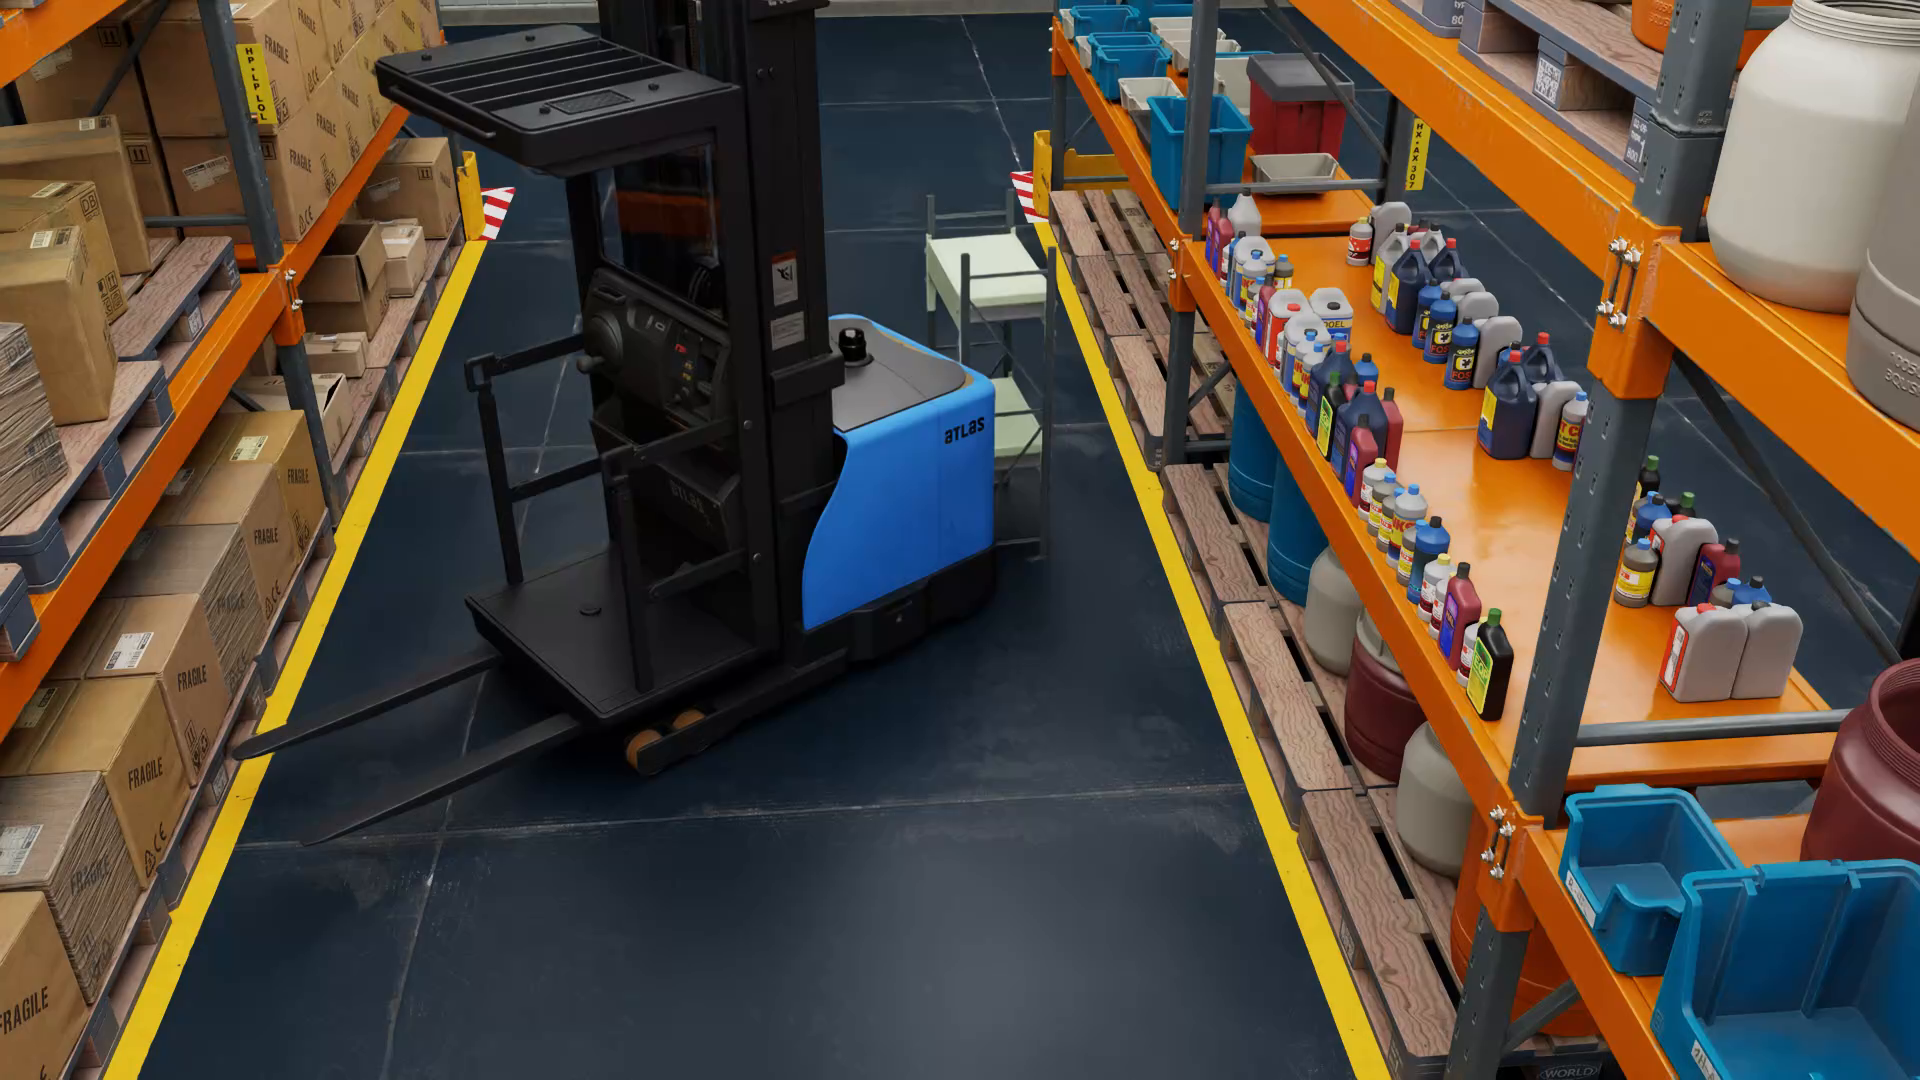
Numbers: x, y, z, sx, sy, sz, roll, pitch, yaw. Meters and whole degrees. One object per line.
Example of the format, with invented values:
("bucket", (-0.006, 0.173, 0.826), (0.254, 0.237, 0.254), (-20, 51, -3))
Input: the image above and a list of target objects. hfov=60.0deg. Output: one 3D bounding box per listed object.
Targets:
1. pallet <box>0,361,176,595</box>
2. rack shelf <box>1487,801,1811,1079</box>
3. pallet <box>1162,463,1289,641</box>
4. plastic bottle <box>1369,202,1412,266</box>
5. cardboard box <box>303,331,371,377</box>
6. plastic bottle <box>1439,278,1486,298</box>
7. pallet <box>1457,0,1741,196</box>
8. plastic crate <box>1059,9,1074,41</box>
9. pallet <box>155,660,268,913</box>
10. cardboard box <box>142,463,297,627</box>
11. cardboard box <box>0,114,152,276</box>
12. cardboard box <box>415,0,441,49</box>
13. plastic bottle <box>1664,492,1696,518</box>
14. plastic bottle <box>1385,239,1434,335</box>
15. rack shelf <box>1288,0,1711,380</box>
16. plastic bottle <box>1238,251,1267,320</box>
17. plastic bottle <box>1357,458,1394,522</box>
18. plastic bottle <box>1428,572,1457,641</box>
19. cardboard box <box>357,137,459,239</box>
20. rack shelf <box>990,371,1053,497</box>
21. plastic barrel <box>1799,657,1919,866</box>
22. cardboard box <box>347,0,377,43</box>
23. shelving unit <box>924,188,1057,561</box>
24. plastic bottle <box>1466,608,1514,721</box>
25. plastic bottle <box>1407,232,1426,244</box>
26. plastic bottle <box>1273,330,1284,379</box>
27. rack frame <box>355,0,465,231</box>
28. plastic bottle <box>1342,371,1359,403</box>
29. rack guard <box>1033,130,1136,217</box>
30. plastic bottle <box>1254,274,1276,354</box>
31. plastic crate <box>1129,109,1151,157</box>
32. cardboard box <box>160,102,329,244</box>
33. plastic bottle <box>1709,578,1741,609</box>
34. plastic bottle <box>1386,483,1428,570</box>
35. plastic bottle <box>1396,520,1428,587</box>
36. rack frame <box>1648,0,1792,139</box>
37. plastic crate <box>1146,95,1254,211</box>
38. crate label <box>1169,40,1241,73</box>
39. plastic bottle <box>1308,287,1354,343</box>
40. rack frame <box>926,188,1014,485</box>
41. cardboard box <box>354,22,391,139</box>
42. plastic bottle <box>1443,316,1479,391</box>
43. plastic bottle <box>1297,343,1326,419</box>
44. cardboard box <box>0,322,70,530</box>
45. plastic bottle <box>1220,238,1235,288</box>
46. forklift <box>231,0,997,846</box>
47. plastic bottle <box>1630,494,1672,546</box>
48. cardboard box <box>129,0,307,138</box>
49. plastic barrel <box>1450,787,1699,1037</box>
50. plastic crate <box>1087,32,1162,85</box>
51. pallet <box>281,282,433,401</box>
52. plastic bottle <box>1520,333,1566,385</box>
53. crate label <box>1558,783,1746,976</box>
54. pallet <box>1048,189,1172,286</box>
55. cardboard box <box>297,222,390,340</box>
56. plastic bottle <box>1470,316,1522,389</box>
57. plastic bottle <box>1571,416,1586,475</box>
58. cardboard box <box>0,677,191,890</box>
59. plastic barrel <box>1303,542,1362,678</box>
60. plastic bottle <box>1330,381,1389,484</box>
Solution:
("pallet", (-3.251, -0.213, 5.368), (1.003, 0.211, 1.213), (-3, 31, -5))
("rack shelf", (2.054, 1.792, 2.526), (1.077, 0.370, 4.000), (-3, 31, -5))
("pallet", (1.524, 0.013, 7.522), (1.003, 0.211, 1.213), (-3, 31, -5))
("plastic bottle", (1.852, -1.341, 7.191), (0.152, 0.276, 0.135), (-3, 31, -5))
("cardboard box", (-3.353, -0.983, 8.804), (0.380, 0.166, 0.250), (-3, 31, -5))
("plastic bottle", (1.933, -0.897, 6.448), (0.152, 0.276, 0.135), (-3, 31, -5))
("pallet", (1.893, -1.140, 3.992), (1.003, 0.211, 1.213), (-3, 31, -5))
("plastic crate", (0.763, -3.225, 10.423), (0.250, 0.136, 0.298), (-3, 31, -5))
("pallet", (-3.208, 0.890, 6.054), (1.003, 0.211, 1.213), (-3, 31, -5))
("cardboard box", (-3.069, 0.031, 6.782), (0.500, 0.500, 0.500), (-3, 31, -4))
("cardboard box", (-3.617, -1.315, 6.520), (0.700, 0.500, 0.500), (-13, 33, -21))
("cardboard box", (-3.499, -3.214, 10.108), (0.500, 0.500, 0.500), (-2, 31, -3))
("plastic bottle", (2.138, -0.031, 4.991), (0.061, 0.283, 0.133), (-3, 31, -5))
("plastic bottle", (1.779, -1.004, 6.554), (0.144, 0.351, 0.185), (-3, 31, -5))
("rack shelf", (1.680, -1.538, 5.176), (1.077, 0.370, 4.000), (-3, 31, -5))
("plastic bottle", (1.175, -1.023, 6.663), (0.097, 0.271, 0.097), (0, 31, 0))
("plastic bottle", (1.327, -0.164, 5.293), (0.097, 0.201, 0.097), (0, 31, 0))
("plastic bottle", (1.391, 0.184, 4.711), (0.097, 0.201, 0.097), (0, 31, 0))
("cardboard box", (-3.516, -2.237, 10.578), (0.500, 0.500, 0.500), (-3, 31, -5))
("rack shelf", (0.124, -0.445, 7.668), (0.431, 0.370, 0.720), (-6, 31, -10))
("plastic barrel", (2.212, 0.626, 3.644), (0.600, 0.536, 0.708), (-3, 31, -5))
("cardboard box", (-3.348, -2.860, 8.541), (0.500, 0.500, 0.500), (-2, 31, -3))
("shelving unit", (0.124, -0.725, 7.501), (0.431, 1.500, 0.755), (-6, 31, -10))
("plastic bottle", (1.405, 0.326, 4.393), (0.061, 0.283, 0.133), (-3, 31, -5))
("plastic bottle", (1.886, -1.155, 6.879), (0.152, 0.276, 0.135), (-3, 31, -5))
("plastic bottle", (1.228, -0.707, 6.202), (0.097, 0.201, 0.097), (0, 31, 0))
("rack frame", (-3.812, -3.387, 10.495), (1.000, 3.000, 0.127), (-3, 31, -5))
("plastic bottle", (1.329, -0.423, 5.646), (0.061, 0.283, 0.133), (-3, 31, -5))
("rack guard", (1.105, -2.561, 11.550), (1.175, 0.500, 0.348), (-3, 31, -5))
("plastic bottle", (1.186, -0.869, 6.393), (0.061, 0.283, 0.133), (-3, 31, -5))
("plastic crate", (1.121, -2.046, 8.461), (0.437, 0.125, 0.590), (-3, 31, -5))
("cardboard box", (-3.215, -1.661, 7.508), (0.500, 0.500, 0.500), (-2, 31, -3))
("plastic bottle", (2.156, 0.201, 4.682), (0.097, 0.201, 0.097), (0, 31, 0))
("plastic bottle", (1.354, -0.045, 5.026), (0.097, 0.271, 0.097), (0, 31, 0))
("plastic bottle", (1.363, 0.035, 4.961), (0.097, 0.201, 0.097), (0, 31, 0))
("rack frame", (1.867, -2.113, 2.513), (1.000, 3.000, 0.127), (-3, 31, -5))
("plastic crate", (1.110, -1.821, 7.831), (0.392, 0.384, 0.575), (-3, 31, -5))
("crate label", (1.439, -2.837, 9.774), (0.396, 0.136, 0.243), (-3, 31, -5))
("plastic bottle", (1.395, -0.807, 6.297), (0.152, 0.276, 0.135), (-3, 31, -5))
("rack frame", (0.047, -0.908, 7.808), (0.400, 1.500, 0.023), (-6, 31, -10))
("cardboard box", (-3.359, -2.437, 8.808), (0.500, 0.500, 0.500), (-3, 31, -5))
("plastic bottle", (1.845, -0.693, 6.110), (0.097, 0.271, 0.097), (0, 31, 0))
("plastic bottle", (1.258, -0.569, 5.903), (0.097, 0.271, 0.097), (0, 31, 0))
("cardboard box", (-3.131, -0.318, 4.850), (0.700, 0.500, 0.500), (3, 31, 5))
("plastic bottle", (1.144, -1.161, 6.962), (0.097, 0.201, 0.097), (0, 31, 0))
("forklift", (-1.284, -0.677, 6.025), (3.031, 2.935, 1.130), (-24, 38, -34))
("plastic bottle", (2.061, -0.013, 4.972), (0.097, 0.271, 0.097), (0, 31, 0))
("cardboard box", (-3.202, -2.071, 7.219), (0.500, 0.500, 0.500), (-2, 31, -3))
("plastic barrel", (1.805, 0.965, 4.917), (0.600, 0.830, 0.708), (-3, 31, -5))
("plastic crate", (0.938, -2.762, 9.554), (0.416, 0.233, 0.300), (-3, 31, -5))
("pallet", (-3.619, -1.122, 9.423), (1.003, 0.211, 1.213), (-3, 31, -5))
("plastic bottle", (2.008, -0.543, 5.782), (0.144, 0.351, 0.185), (-3, 31, -5))
("crate label", (1.533, 0.767, 3.704), (0.303, 0.233, 0.416), (-3, 31, -5))
("pallet", (1.158, -2.002, 10.896), (1.003, 0.211, 1.213), (-3, 31, -5))
("cardboard box", (-3.619, -1.421, 9.209), (0.797, 0.503, 0.637), (-3, 31, -5))
("plastic bottle", (1.968, -0.710, 6.134), (0.152, 0.276, 0.135), (-3, 31, -5))
("plastic bottle", (2.086, -0.316, 5.468), (0.061, 0.283, 0.133), (-3, 31, -5))
("cardboard box", (-2.919, 0.812, 5.473), (0.500, 0.500, 0.500), (-3, 31, -5))
("plastic barrel", (1.557, 0.240, 6.439), (0.421, 0.512, 0.421), (0, 31, 0))
("plastic bottle", (1.325, -0.370, 5.492), (0.144, 0.351, 0.185), (-3, 31, -5))
